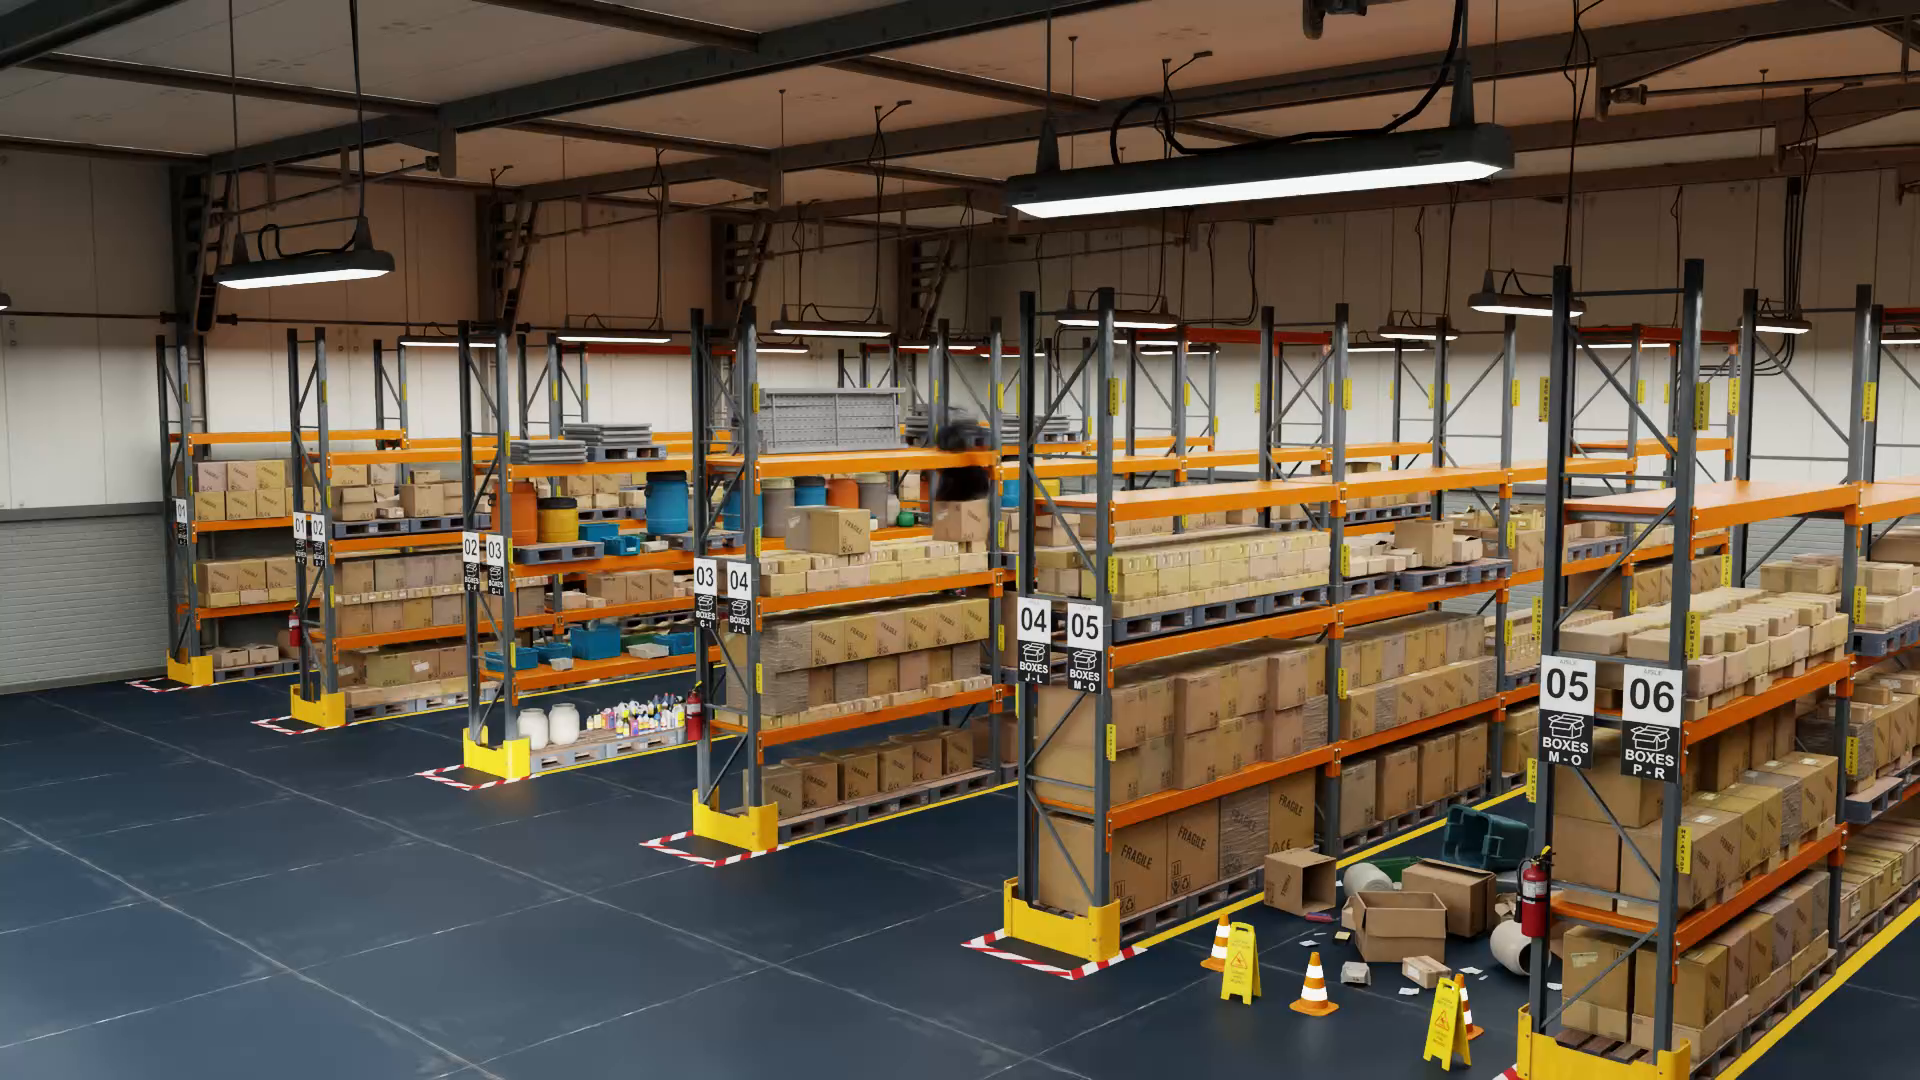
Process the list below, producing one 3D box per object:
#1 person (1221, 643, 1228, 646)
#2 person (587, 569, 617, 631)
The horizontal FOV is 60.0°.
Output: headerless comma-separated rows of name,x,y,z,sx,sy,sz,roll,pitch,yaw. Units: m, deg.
person,3.604,2.196,22.553,0.597,1.685,0.854,4,7,35
person,-6.689,1.337,31.343,0.651,1.801,1.036,4,7,38
